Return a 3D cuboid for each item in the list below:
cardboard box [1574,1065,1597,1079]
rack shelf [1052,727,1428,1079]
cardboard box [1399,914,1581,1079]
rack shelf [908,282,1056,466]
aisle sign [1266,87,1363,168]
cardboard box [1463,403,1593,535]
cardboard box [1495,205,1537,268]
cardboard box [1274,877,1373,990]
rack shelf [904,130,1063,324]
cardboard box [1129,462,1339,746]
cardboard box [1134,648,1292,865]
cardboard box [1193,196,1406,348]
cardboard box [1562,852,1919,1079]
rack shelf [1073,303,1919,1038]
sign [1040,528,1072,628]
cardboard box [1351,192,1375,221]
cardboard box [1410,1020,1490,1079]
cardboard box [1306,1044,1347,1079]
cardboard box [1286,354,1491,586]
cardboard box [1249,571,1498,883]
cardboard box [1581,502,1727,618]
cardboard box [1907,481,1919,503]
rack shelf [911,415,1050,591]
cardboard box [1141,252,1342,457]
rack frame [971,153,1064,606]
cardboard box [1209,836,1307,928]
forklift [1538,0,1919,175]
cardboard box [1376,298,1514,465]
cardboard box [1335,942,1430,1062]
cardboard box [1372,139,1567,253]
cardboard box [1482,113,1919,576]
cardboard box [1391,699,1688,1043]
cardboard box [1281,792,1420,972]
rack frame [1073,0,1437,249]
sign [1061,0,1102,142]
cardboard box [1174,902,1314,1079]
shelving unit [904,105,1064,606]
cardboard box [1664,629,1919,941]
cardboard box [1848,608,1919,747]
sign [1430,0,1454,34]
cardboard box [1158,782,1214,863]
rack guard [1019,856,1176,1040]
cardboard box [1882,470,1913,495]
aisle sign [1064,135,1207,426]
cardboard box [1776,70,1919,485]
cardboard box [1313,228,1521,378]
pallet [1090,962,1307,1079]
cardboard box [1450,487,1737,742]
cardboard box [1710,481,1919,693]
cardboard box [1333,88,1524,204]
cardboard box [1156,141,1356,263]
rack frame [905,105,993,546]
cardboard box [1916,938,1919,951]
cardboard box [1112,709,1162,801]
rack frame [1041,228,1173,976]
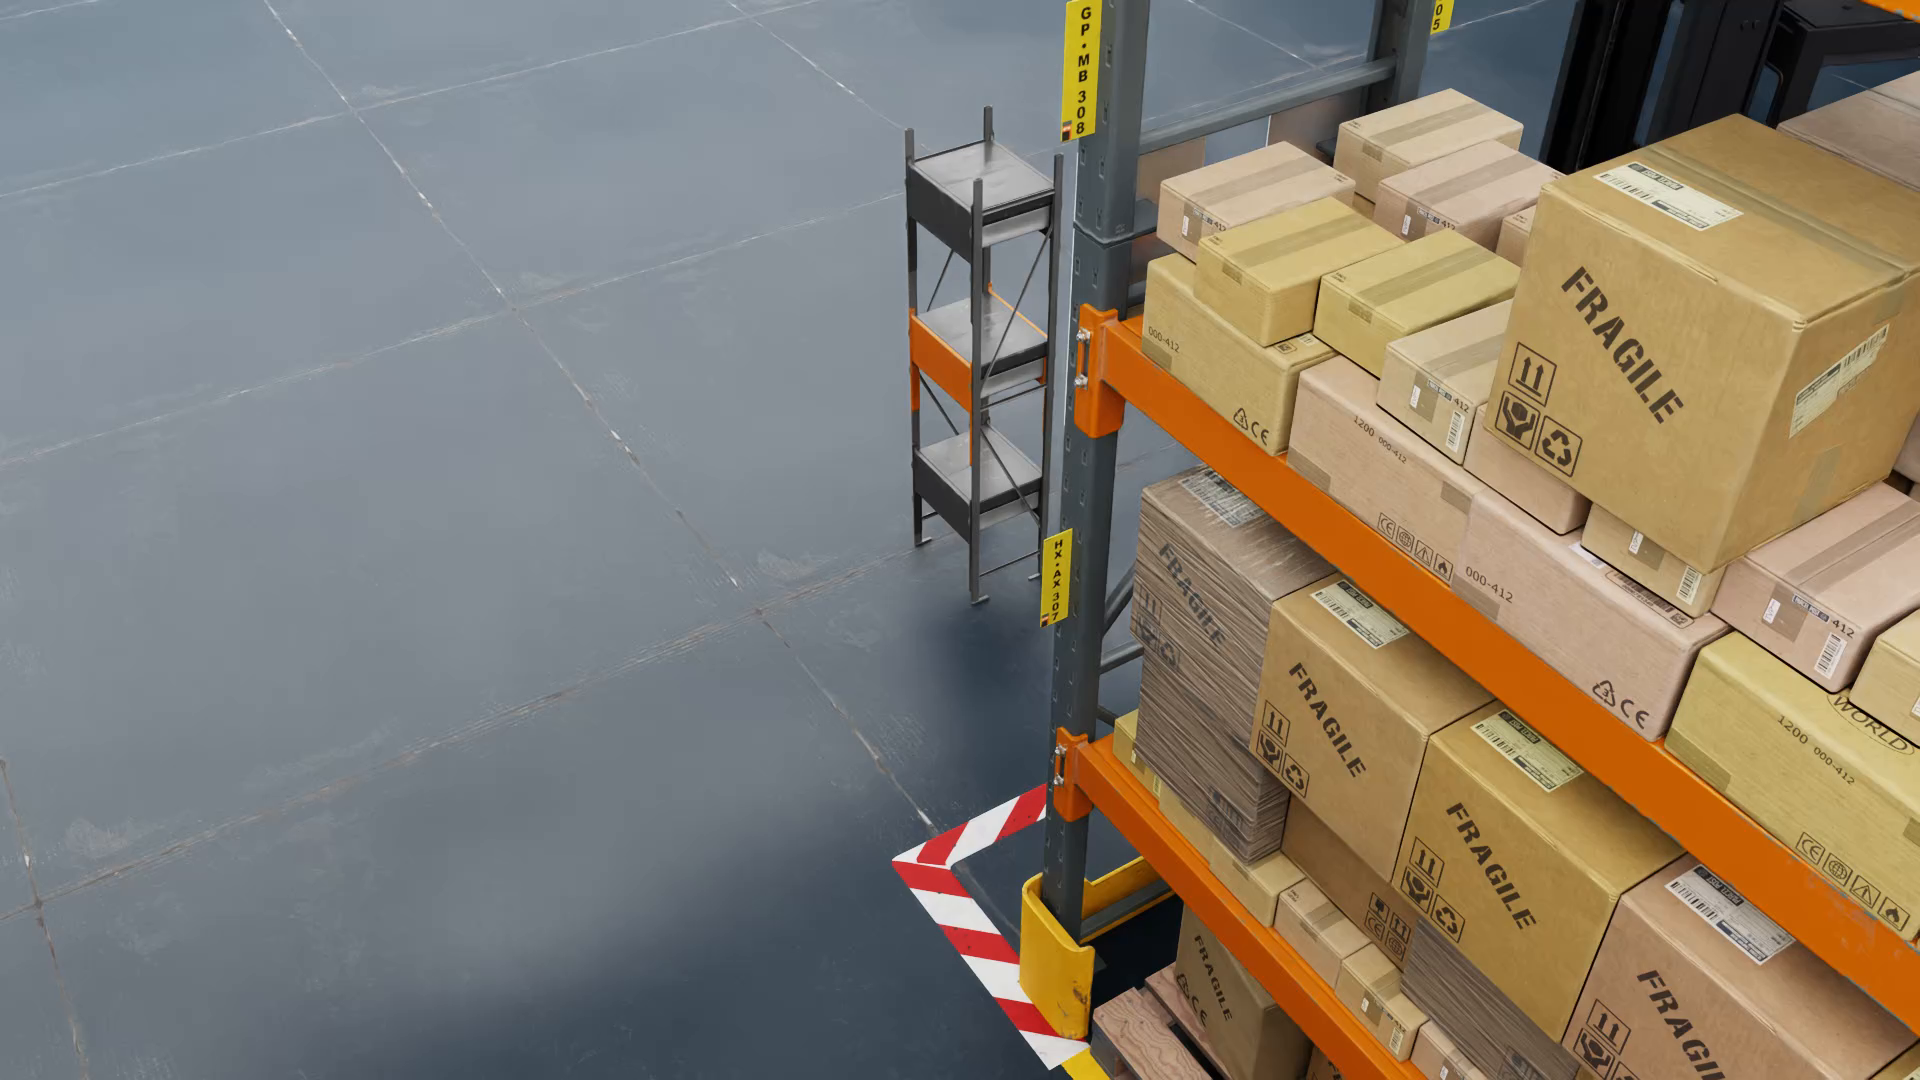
[{"bbox_3d":[1.863,1.196,3.722,0.875,0.500,0.500,-22,45,-24],"label":"cardboard box"},{"bbox_3d":[1.805,1.611,4.097,1.077,0.370,4.000,-22,45,-24],"label":"rack shelf"},{"bbox_3d":[1.604,0.922,4.051,0.875,0.500,0.500,-22,45,-24],"label":"cardboard box"},{"bbox_3d":[0.089,-0.707,7.040,0.431,0.518,0.480,-22,45,-24],"label":"rack shelf"},{"bbox_3d":[0.949,-0.881,4.494,0.394,0.787,0.004,-22,45,-24],"label":"aisle sign"},{"bbox_3d":[1.194,-0.194,3.163,0.380,0.149,0.250,-22,45,-25],"label":"cardboard box"},{"bbox_3d":[1.422,-0.660,3.722,0.380,0.149,0.250,-24,46,-26],"label":"cardboard box"},{"bbox_3d":[1.074,0.997,4.468,0.380,0.149,0.250,-22,45,-24],"label":"cardboard box"},{"bbox_3d":[0.089,-1.245,6.592,0.431,0.518,0.480,-22,45,-24],"label":"rack shelf"},{"bbox_3d":[0.795,0.109,4.246,0.500,0.500,0.500,-22,45,-24],"label":"cardboard box"},{"bbox_3d":[1.002,0.408,4.667,0.875,0.500,0.500,-22,45,-24],"label":"cardboard box"},{"bbox_3d":[0.740,-0.592,3.640,0.380,0.149,0.250,-21,44,-23],"label":"cardboard box"},{"bbox_3d":[1.602,0.918,3.274,0.500,0.500,0.500,-22,45,-24],"label":"cardboard box"},{"bbox_3d":[1.805,0.458,3.136,1.077,0.370,4.000,-22,45,-24],"label":"rack shelf"},{"bbox_3d":[0.272,0.109,4.660,0.100,0.325,0.005,-22,45,-24],"label":"sign"},{"bbox_3d":[1.203,-0.667,4.042,0.500,0.250,0.500,-21,44,-23],"label":"cardboard box"},{"bbox_3d":[1.359,1.259,4.152,0.380,0.149,0.250,-22,45,-24],"label":"cardboard box"},{"bbox_3d":[1.401,1.707,5.043,0.500,0.500,0.500,-11,41,-13],"label":"cardboard box"},{"bbox_3d":[1.053,-0.215,3.499,0.500,0.250,0.500,-23,45,-25],"label":"cardboard box"},{"bbox_3d":[1.058,0.381,3.919,0.500,0.500,0.500,-22,45,-24],"label":"cardboard box"},{"bbox_3d":[1.353,-0.051,2.991,0.380,0.149,0.250,-24,46,-26],"label":"cardboard box"},{"bbox_3d":[1.943,-0.082,3.028,0.380,0.149,0.250,-25,46,-26],"label":"cardboard box"},{"bbox_3d":[0.089,-0.169,7.488,0.431,0.518,0.480,-22,45,-24],"label":"rack shelf"},{"bbox_3d":[0.771,-0.491,3.831,0.500,0.250,0.500,-21,44,-23],"label":"cardboard box"},{"bbox_3d":[0.220,-0.586,6.873,0.400,2.100,0.015,-22,45,-24],"label":"rack frame"},{"bbox_3d":[0.922,0.869,4.621,0.380,0.149,0.250,-22,45,-24],"label":"cardboard box"},{"bbox_3d":[3.366,-1.491,7.310,3.031,2.935,1.130,-7,40,-8],"label":"forklift"},{"bbox_3d":[1.066,-0.326,3.322,0.380,0.149,0.250,-20,44,-23],"label":"cardboard box"},{"bbox_3d":[1.202,1.134,4.303,0.380,0.149,0.250,-22,45,-24],"label":"cardboard box"},{"bbox_3d":[1.183,-0.770,3.854,0.380,0.149,0.250,-24,45,-26],"label":"cardboard box"},{"bbox_3d":[1.300,-0.348,2.841,0.500,0.500,0.500,-22,45,-25],"label":"cardboard box"},{"bbox_3d":[1.328,0.650,3.596,0.500,0.500,0.500,-22,45,-24],"label":"cardboard box"},{"bbox_3d":[1.372,0.637,4.393,0.875,0.500,0.500,-22,45,-24],"label":"cardboard box"},{"bbox_3d":[0.729,-2.050,3.241,1.000,3.000,0.127,-22,45,-24],"label":"rack frame"},{"bbox_3d":[0.272,-1.047,3.697,0.100,0.325,0.005,-22,45,-24],"label":"sign"},{"bbox_3d":[1.051,1.396,5.416,0.500,0.500,0.500,-14,42,-17],"label":"cardboard box"},{"bbox_3d":[0.089,-0.717,7.031,0.431,2.100,0.503,-22,45,-24],"label":"shelving unit"},{"bbox_3d":[1.600,0.333,2.842,0.500,0.250,0.500,-21,44,-23],"label":"cardboard box"},{"bbox_3d":[1.678,0.204,2.685,0.380,0.149,0.250,-24,45,-26],"label":"cardboard box"},{"bbox_3d":[1.208,-1.418,4.134,0.100,0.325,0.005,-22,45,-24],"label":"sign"},{"bbox_3d":[0.800,0.729,4.789,0.380,0.149,0.250,-22,45,-24],"label":"cardboard box"},{"bbox_3d":[0.770,1.256,5.913,1.175,0.500,0.348,-22,45,-24],"label":"rack guard"},{"bbox_3d":[1.835,-0.246,3.225,0.380,0.149,0.250,-24,46,-26],"label":"cardboard box"},{"bbox_3d":[0.443,-0.674,4.246,0.394,0.787,0.004,-22,45,-24],"label":"aisle sign"},{"bbox_3d":[1.776,-0.493,3.015,0.500,0.500,0.500,-22,45,-24],"label":"cardboard box"},{"bbox_3d":[0.980,-0.498,3.527,0.380,0.149,0.250,-23,45,-25],"label":"cardboard box"},{"bbox_3d":[1.177,1.818,5.464,1.003,0.211,1.213,-22,45,-24],"label":"pallet"},{"bbox_3d":[1.316,0.054,3.177,0.500,0.250,0.500,-22,45,-25],"label":"cardboard box"},{"bbox_3d":[1.527,0.067,2.849,0.380,0.149,0.250,-23,45,-25],"label":"cardboard box"},{"bbox_3d":[1.142,-0.951,4.071,0.380,0.149,0.250,-22,45,-24],"label":"cardboard box"},{"bbox_3d":[0.683,-0.765,3.848,0.380,0.149,0.250,-23,45,-25],"label":"cardboard box"},{"bbox_3d":[-0.042,-0.849,7.189,0.400,2.100,0.015,-22,45,-24],"label":"rack frame"},{"bbox_3d":[1.864,0.604,2.517,0.500,0.250,0.500,-23,45,-25],"label":"cardboard box"},{"bbox_3d":[0.682,0.587,4.959,0.380,0.149,0.250,-22,45,-24],"label":"cardboard box"},{"bbox_3d":[0.729,0.255,5.162,1.000,3.000,0.127,-22,45,-24],"label":"rack frame"}]
